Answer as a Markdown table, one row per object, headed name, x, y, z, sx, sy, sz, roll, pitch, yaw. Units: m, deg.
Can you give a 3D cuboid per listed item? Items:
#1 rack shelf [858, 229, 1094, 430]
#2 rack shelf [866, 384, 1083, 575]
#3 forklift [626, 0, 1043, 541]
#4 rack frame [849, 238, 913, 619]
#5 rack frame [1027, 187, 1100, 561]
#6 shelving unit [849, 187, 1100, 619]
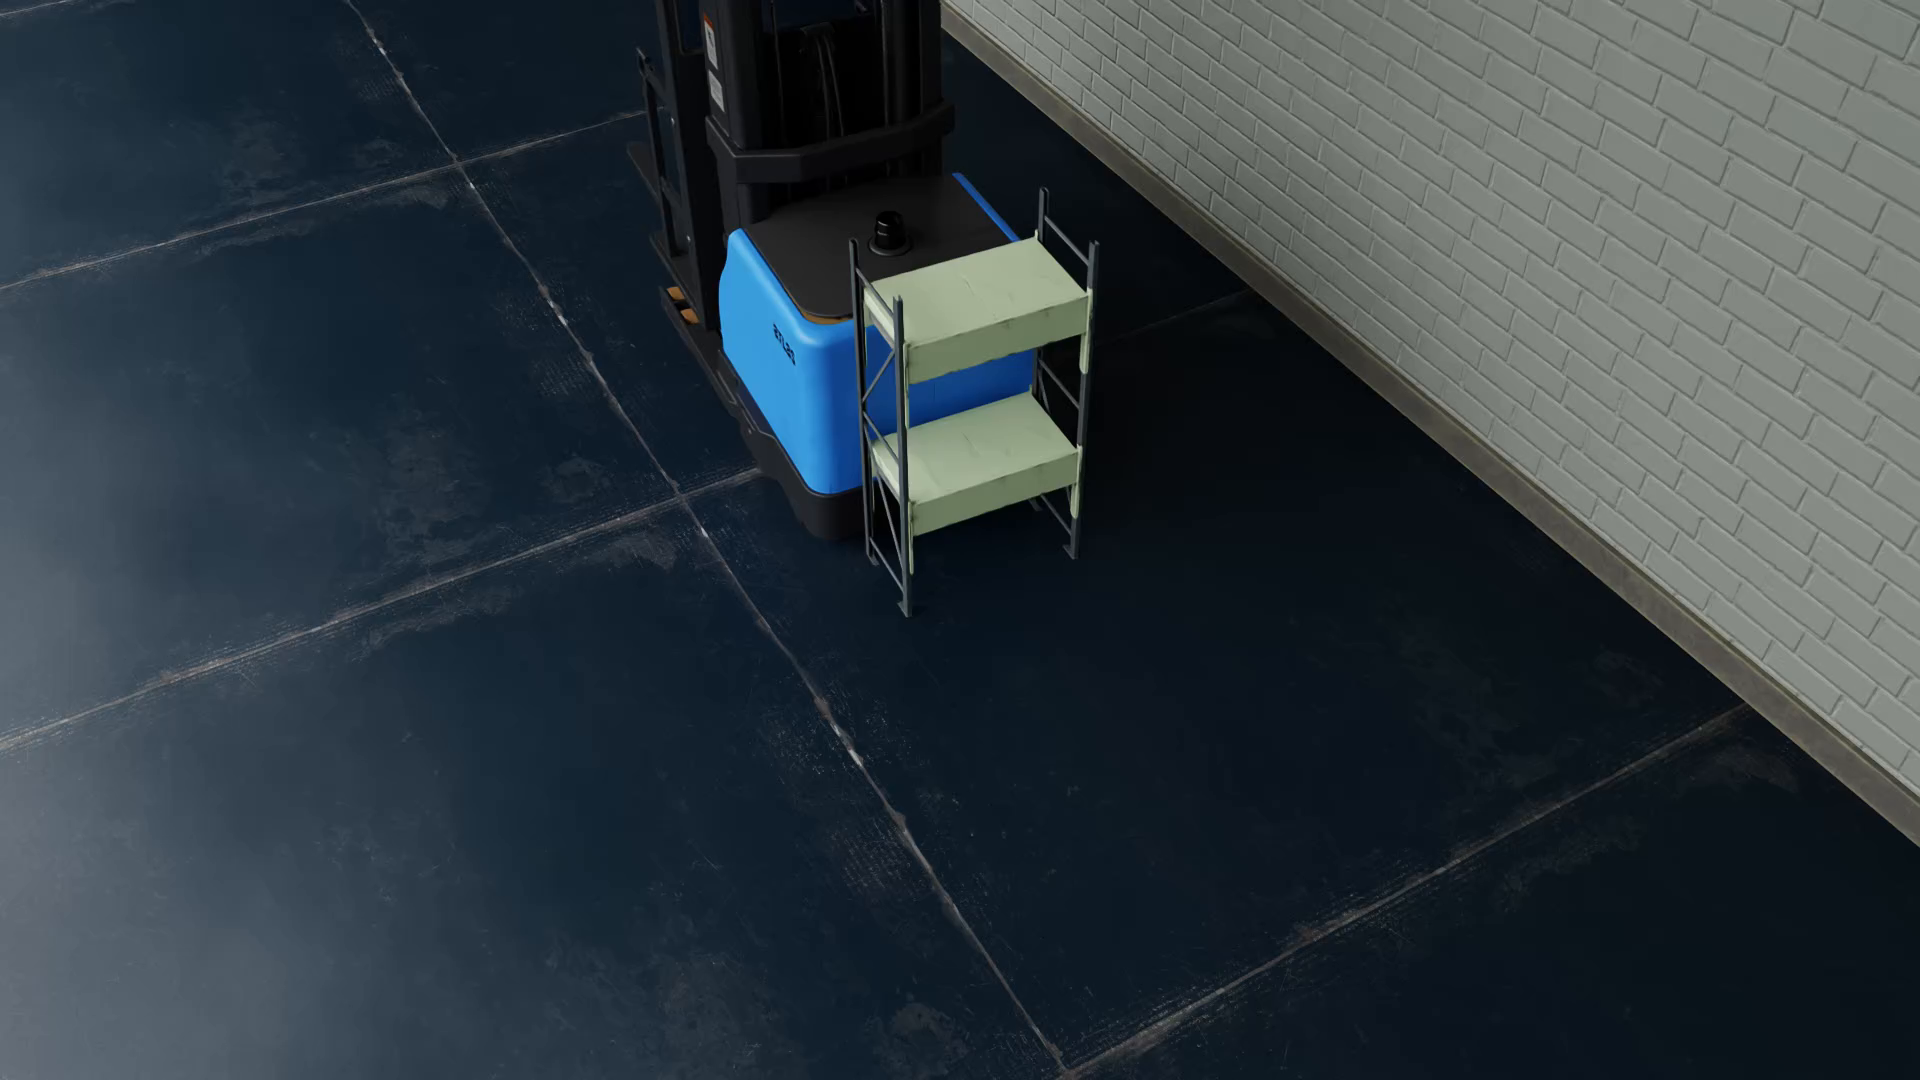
| name | x | y | z | sx | sy | sz | roll | pitch | yaw |
| --- | --- | --- | --- | --- | --- | --- | --- | --- | --- |
| rack shelf | 0.048 | -0.753 | 5.888 | 0.720 | 0.370 | 0.431 | -19 | 47 | -18 |
| rack shelf | 0.048 | -0.239 | 6.387 | 0.720 | 0.370 | 0.431 | -19 | 47 | -18 |
| forklift | -0.750 | -2.080 | 6.788 | 1.130 | 2.935 | 3.031 | -19 | 47 | -18 |
| rack frame | -0.281 | -0.362 | 6.046 | 0.023 | 1.500 | 0.400 | -19 | 47 | -18 |
| rack frame | 0.378 | -0.584 | 6.275 | 0.023 | 1.500 | 0.400 | -19 | 47 | -18 |
| shelving unit | 0.048 | -0.473 | 6.160 | 0.755 | 1.500 | 0.431 | -19 | 47 | -18 |
